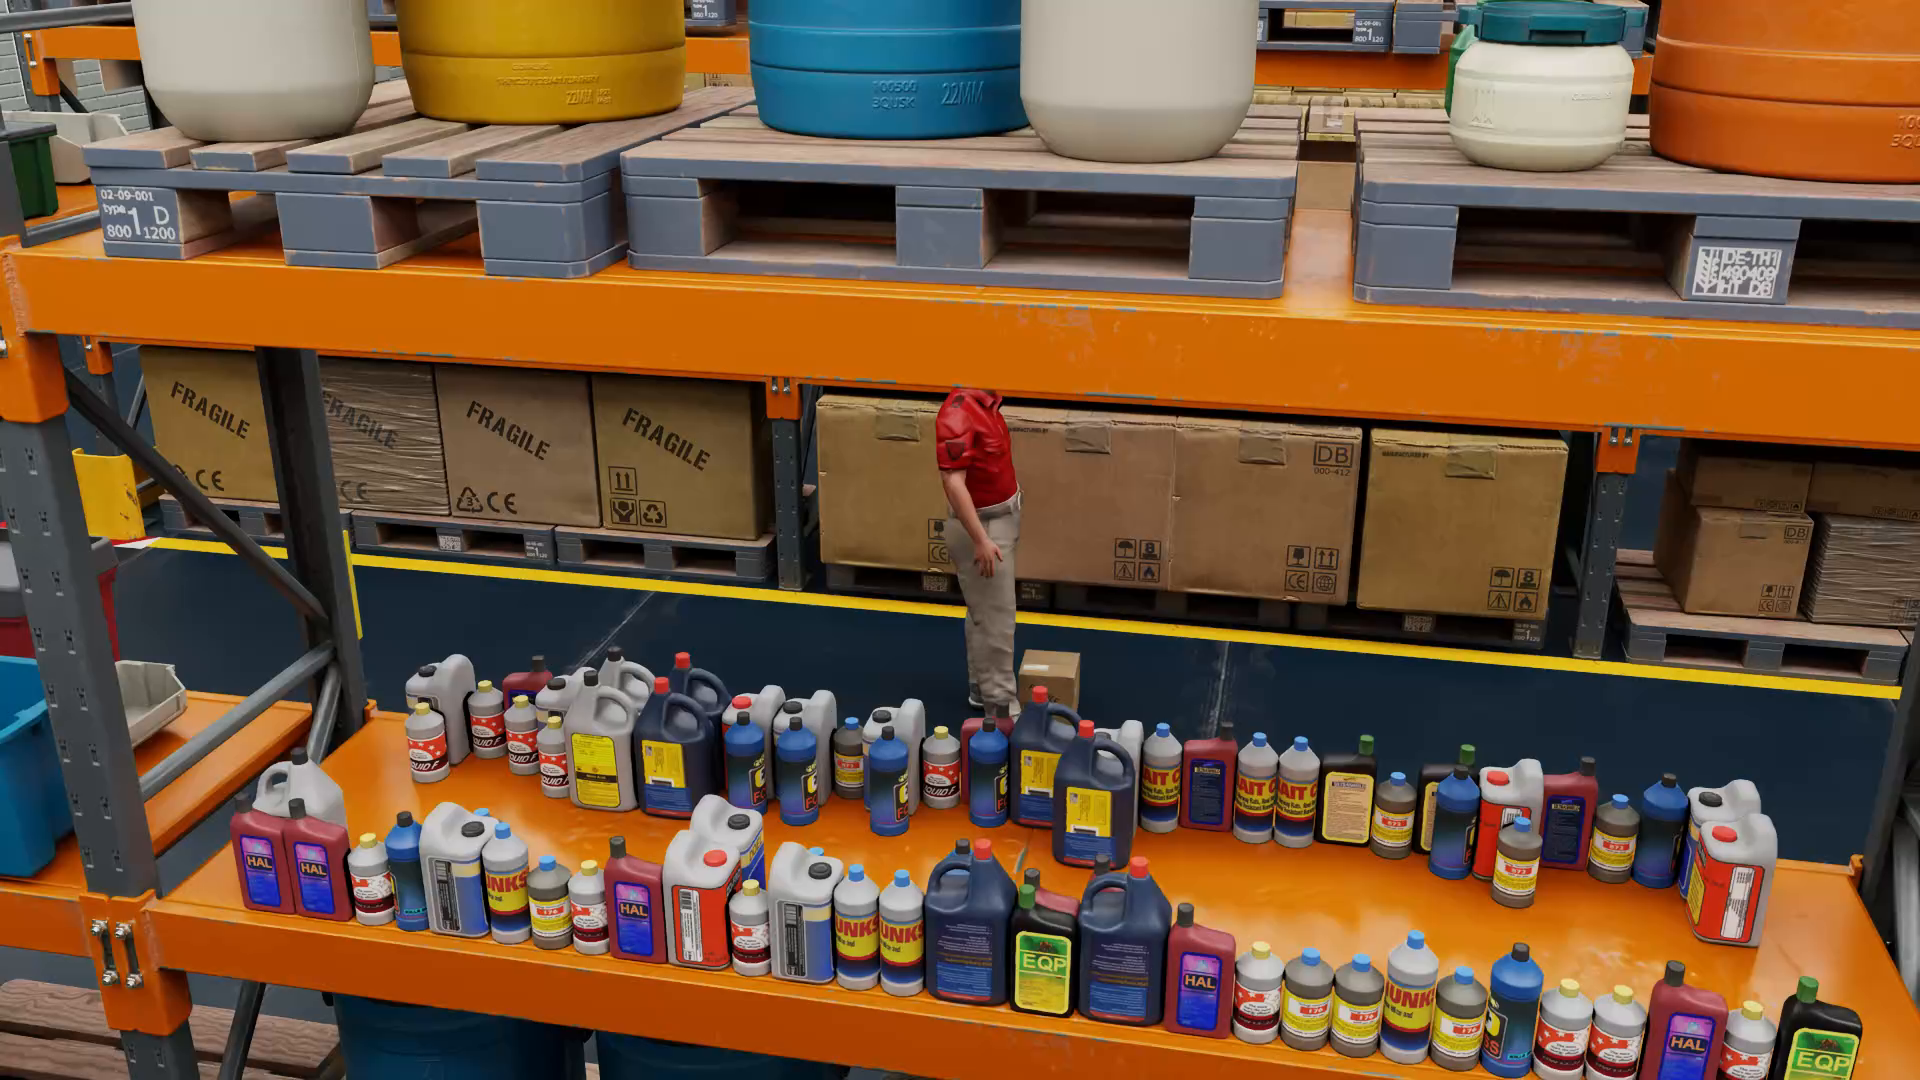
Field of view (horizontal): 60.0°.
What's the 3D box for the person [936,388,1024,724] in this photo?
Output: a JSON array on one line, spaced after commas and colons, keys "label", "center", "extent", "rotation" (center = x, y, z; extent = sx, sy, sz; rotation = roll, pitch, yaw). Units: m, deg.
[{"label": "person", "center": [0.194, -0.034, 7.170], "extent": [0.551, 1.728, 0.640], "rotation": [4, 22, 9]}]
